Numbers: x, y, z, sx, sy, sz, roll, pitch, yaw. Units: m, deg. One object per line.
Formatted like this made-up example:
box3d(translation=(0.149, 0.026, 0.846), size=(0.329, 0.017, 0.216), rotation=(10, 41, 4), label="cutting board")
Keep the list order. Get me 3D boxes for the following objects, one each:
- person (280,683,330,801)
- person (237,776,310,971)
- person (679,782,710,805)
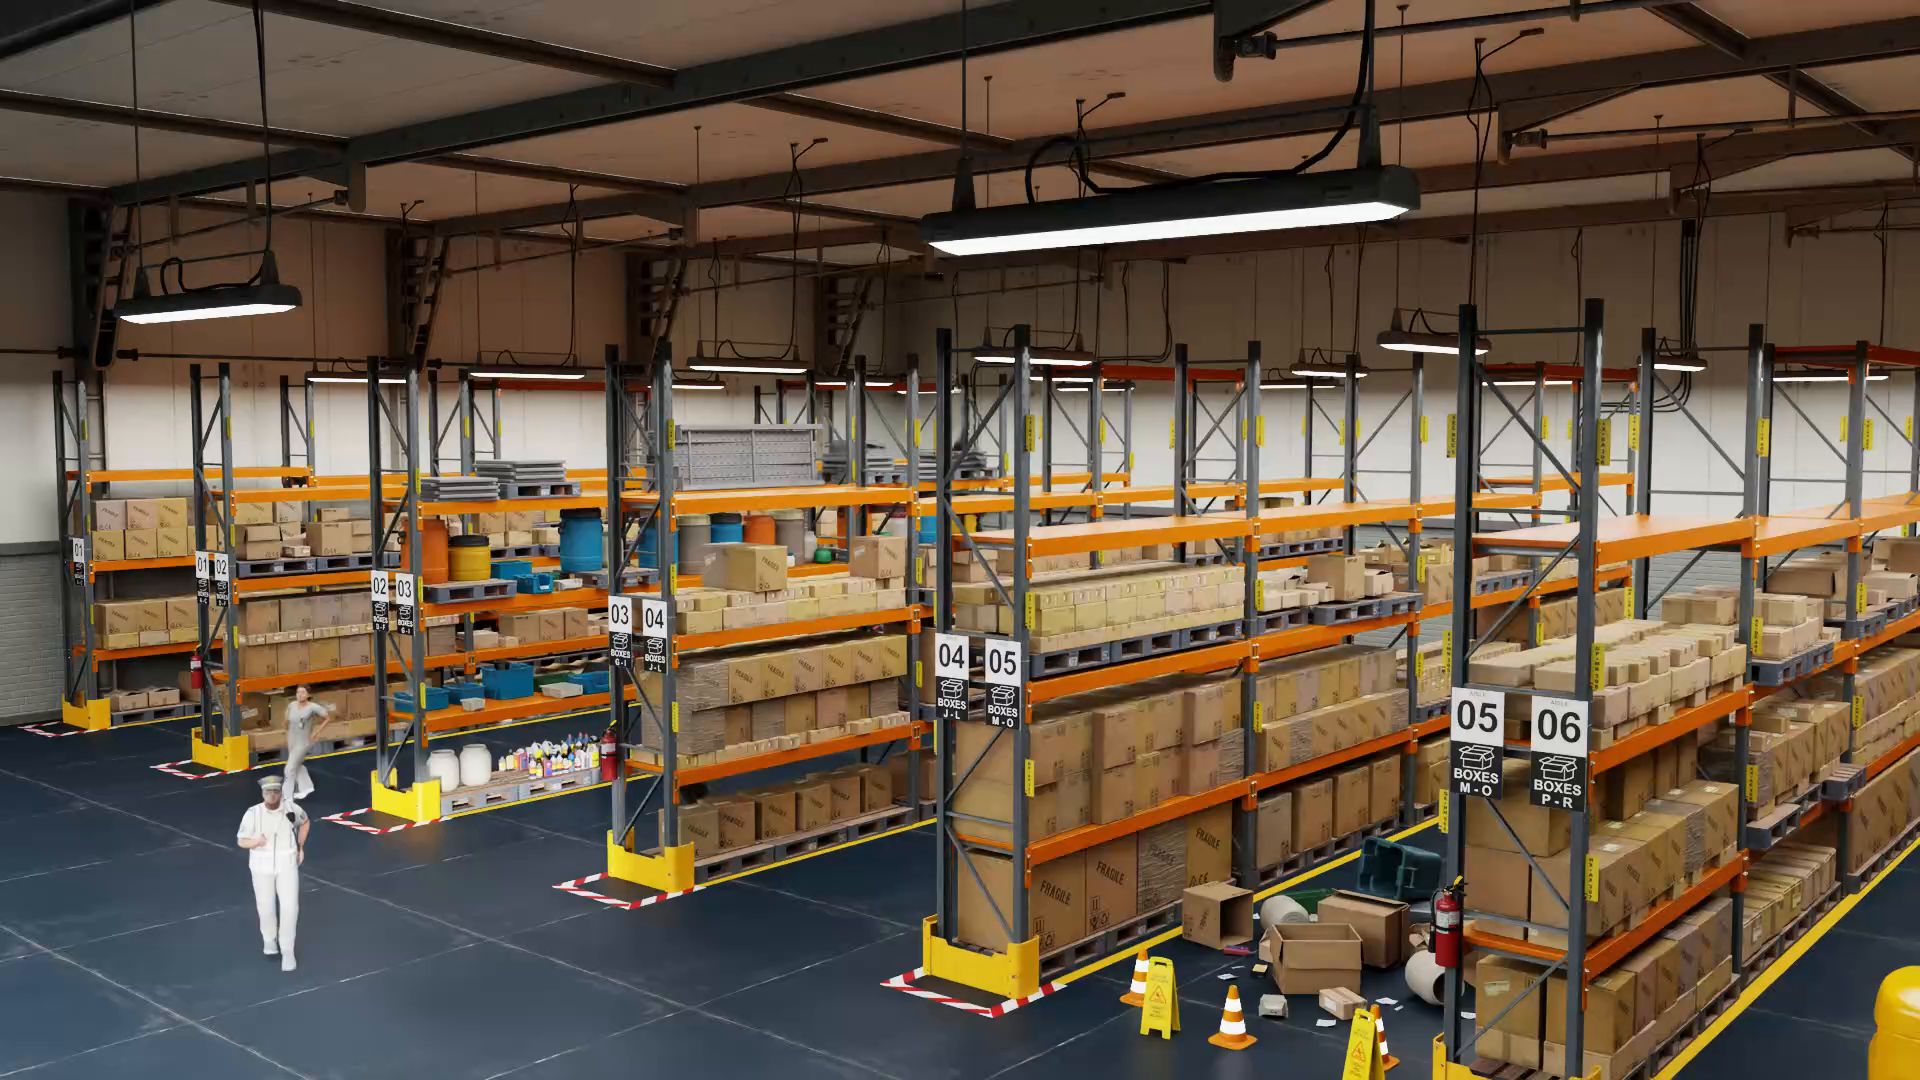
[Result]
box3d(translation=(-8.774, 2.745, 22.252), size=(0.586, 1.678, 0.721), rotation=(2, 4, 22), label="person")
box3d(translation=(-6.505, 3.145, 15.793), size=(0.640, 1.850, 0.748), rotation=(-2, 4, -22), label="person")
box3d(translation=(-3.571, 2.732, 21.625), size=(0.717, 1.734, 0.639), rotation=(3, 5, 35), label="person")
